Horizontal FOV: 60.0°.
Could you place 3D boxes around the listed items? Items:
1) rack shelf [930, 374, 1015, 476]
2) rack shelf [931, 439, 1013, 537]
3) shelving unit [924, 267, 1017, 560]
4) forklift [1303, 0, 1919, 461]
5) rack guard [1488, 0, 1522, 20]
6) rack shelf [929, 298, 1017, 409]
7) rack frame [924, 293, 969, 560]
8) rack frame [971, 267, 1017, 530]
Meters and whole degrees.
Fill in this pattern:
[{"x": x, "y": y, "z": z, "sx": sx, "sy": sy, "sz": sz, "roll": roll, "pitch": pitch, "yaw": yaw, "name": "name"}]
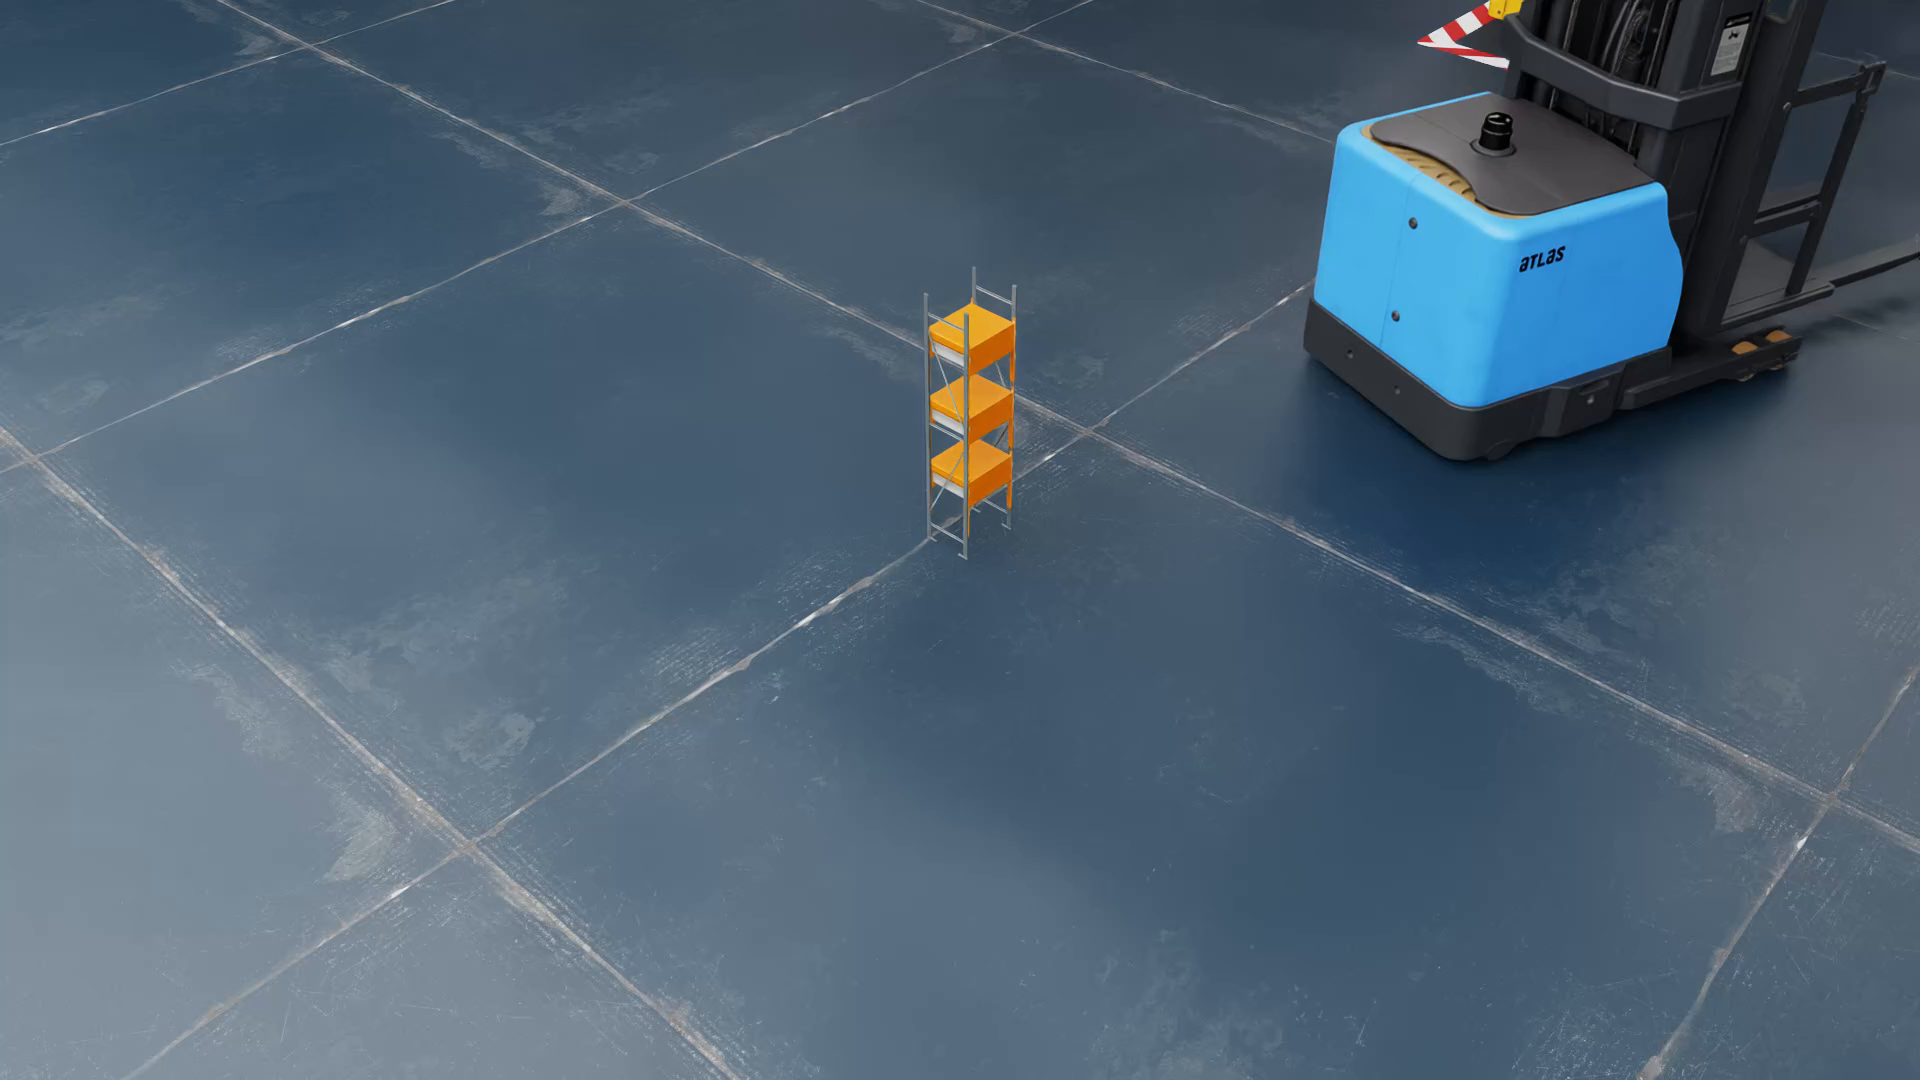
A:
[{"x": 0.036, "y": -0.427, "z": 5.961, "sx": 0.215, "sy": 0.259, "sz": 0.240, "roll": 30, "pitch": 47, "yaw": 32, "name": "rack shelf"}, {"x": 0.036, "y": -0.210, "z": 6.134, "sx": 0.215, "sy": 0.259, "sz": 0.240, "roll": 30, "pitch": 47, "yaw": 32, "name": "rack shelf"}, {"x": 0.036, "y": -0.436, "z": 5.954, "sx": 0.215, "sy": 1.050, "sz": 0.252, "roll": 30, "pitch": 47, "yaw": 32, "name": "shelving unit"}, {"x": 3.033, "y": -2.100, "z": 6.536, "sx": 3.031, "sy": 2.935, "sz": 1.130, "roll": -18, "pitch": 42, "yaw": -21, "name": "forklift"}, {"x": 3.815, "y": -3.307, "z": 10.007, "sx": 1.175, "sy": 0.500, "sz": 0.348, "roll": 30, "pitch": 47, "yaw": 32, "name": "rack guard"}, {"x": 0.036, "y": -0.649, "z": 5.784, "sx": 0.215, "sy": 0.259, "sz": 0.240, "roll": 30, "pitch": 47, "yaw": 32, "name": "rack shelf"}, {"x": -0.046, "y": -0.379, "z": 5.884, "sx": 0.200, "sy": 1.050, "sz": 0.008, "roll": 30, "pitch": 47, "yaw": 32, "name": "rack frame"}, {"x": 0.118, "y": -0.492, "z": 6.025, "sx": 0.200, "sy": 1.050, "sz": 0.008, "roll": 30, "pitch": 47, "yaw": 32, "name": "rack frame"}]
